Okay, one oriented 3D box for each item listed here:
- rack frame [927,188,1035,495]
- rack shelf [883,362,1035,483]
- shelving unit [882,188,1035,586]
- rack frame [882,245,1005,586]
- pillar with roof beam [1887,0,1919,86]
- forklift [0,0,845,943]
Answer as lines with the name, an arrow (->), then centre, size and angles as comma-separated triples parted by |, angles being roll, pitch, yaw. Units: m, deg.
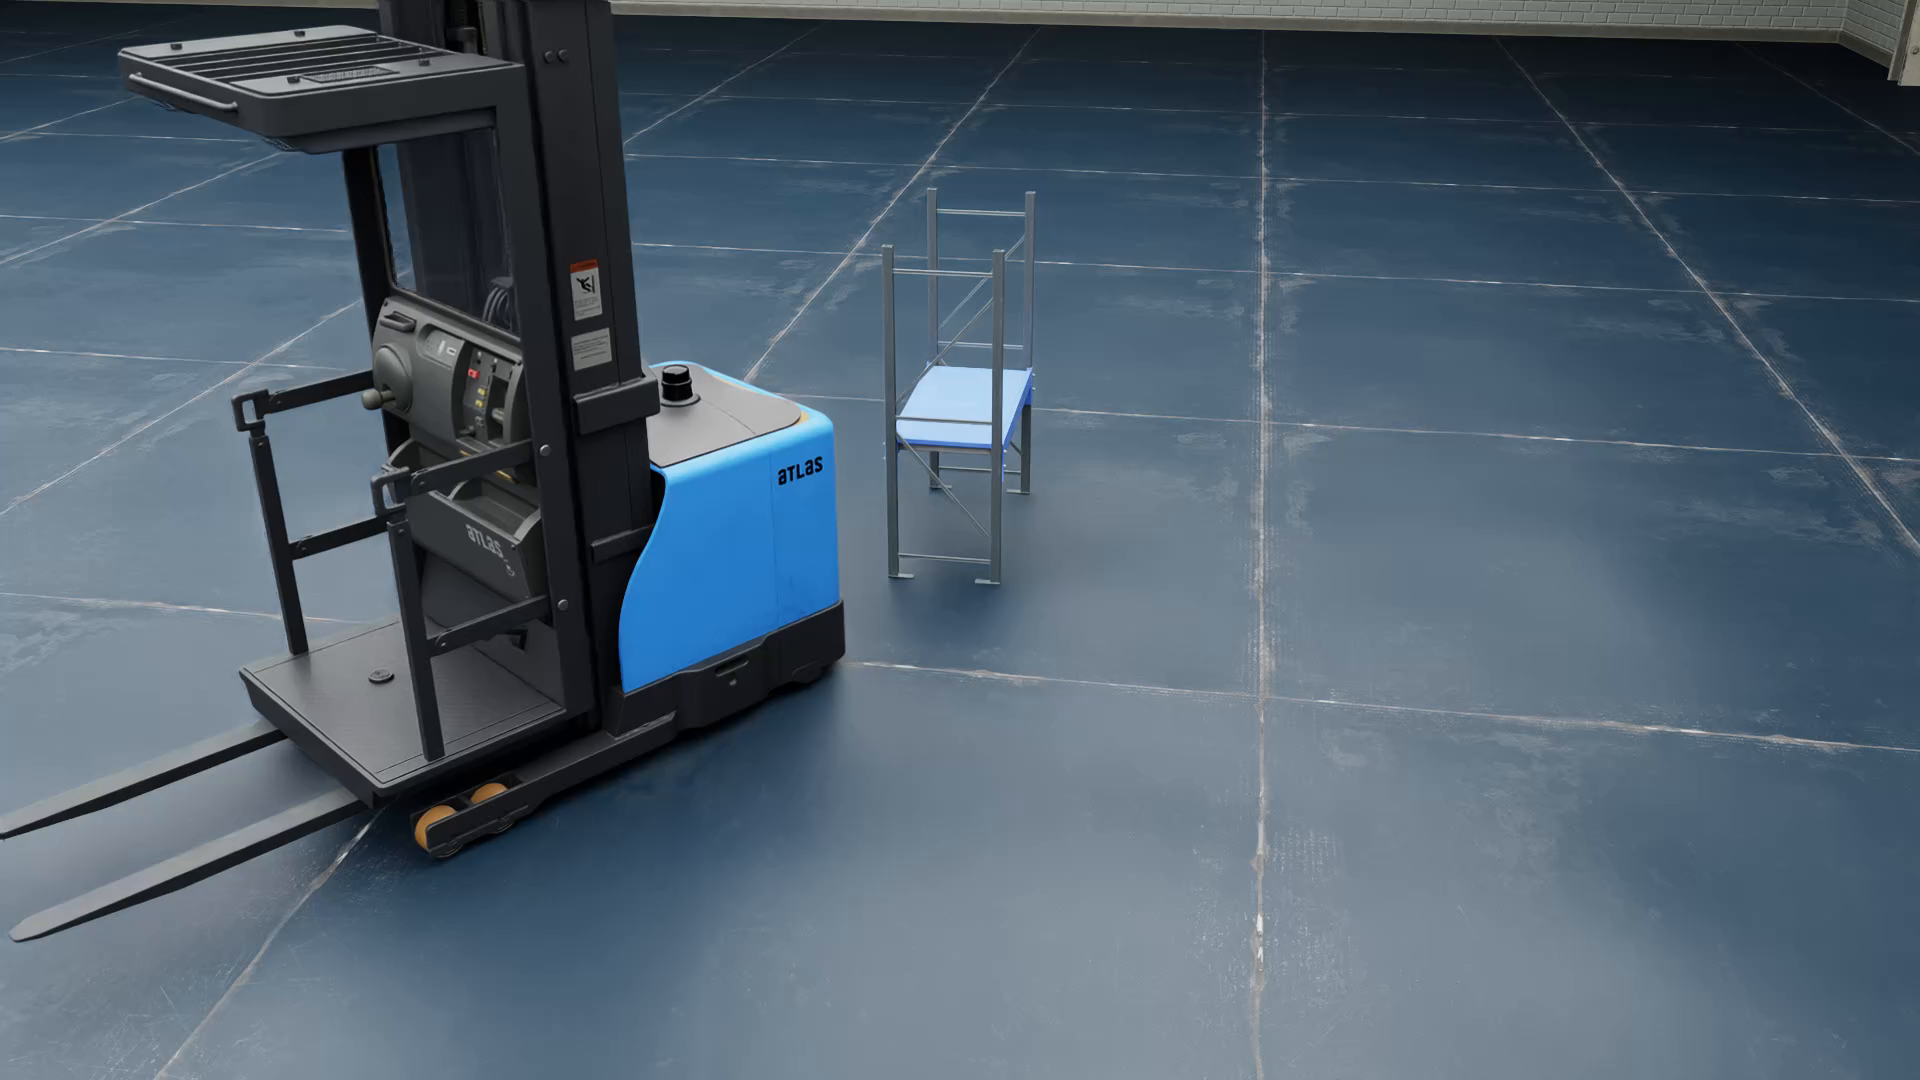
rack frame -> 0.097, -0.928, 7.962 | 0.500, 1.500, 0.032 | 4, 25, 9
rack shelf -> 0.014, -0.552, 7.585 | 0.538, 0.185, 1.000 | 4, 25, 9
shelving unit -> 0.014, -0.715, 7.508 | 0.538, 1.500, 1.048 | 4, 25, 9
rack frame -> -0.069, -0.502, 7.054 | 0.500, 1.500, 0.032 | 4, 25, 9
pillar with roof beam -> 6.461, -9.542, 17.522 | 9.100, 9.000, 0.400 | 4, 25, 9
forklift -> -1.862, -0.525, 5.414 | 3.031, 2.935, 1.130 | -23, 33, -39
